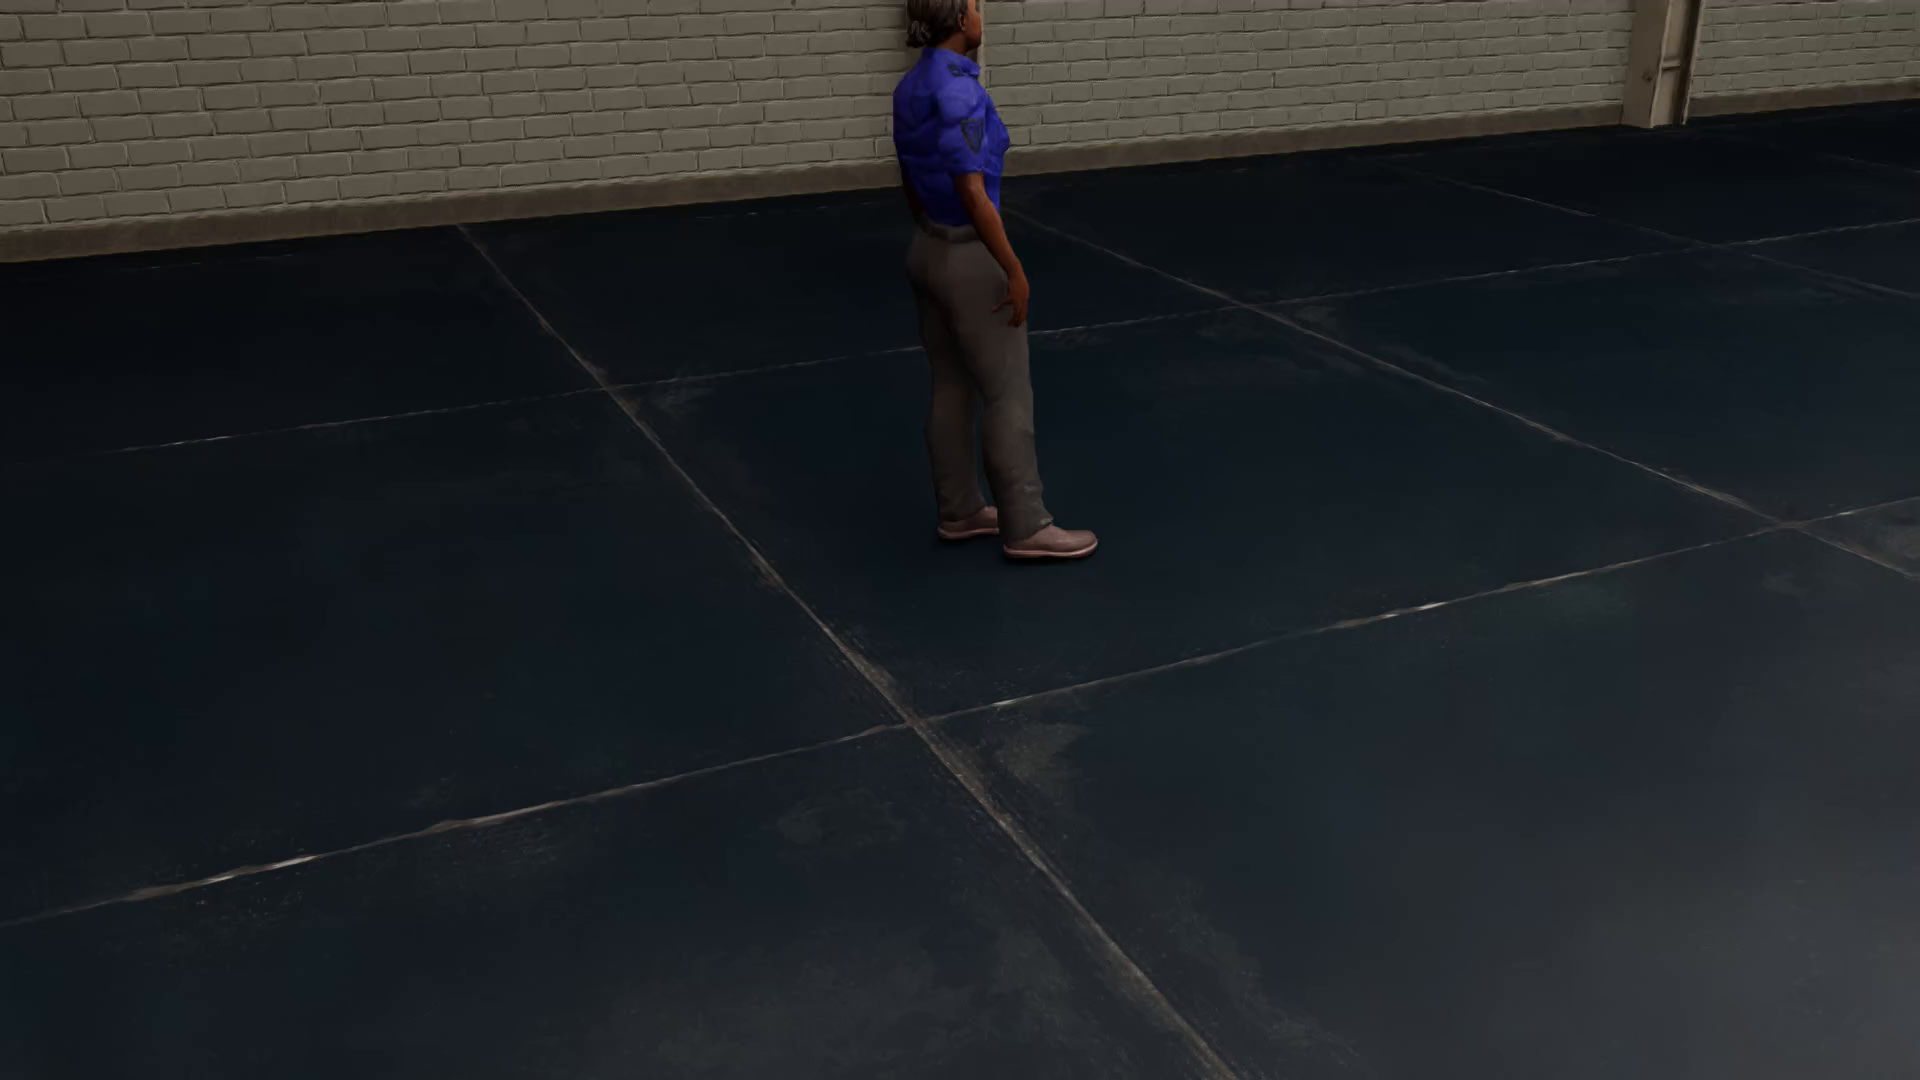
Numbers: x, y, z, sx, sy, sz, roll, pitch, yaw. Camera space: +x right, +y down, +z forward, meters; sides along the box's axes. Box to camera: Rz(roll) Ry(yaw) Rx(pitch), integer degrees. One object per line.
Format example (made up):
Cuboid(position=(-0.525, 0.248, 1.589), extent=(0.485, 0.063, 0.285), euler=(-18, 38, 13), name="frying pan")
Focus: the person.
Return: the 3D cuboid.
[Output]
Cuboid(position=(0.088, -0.778, 4.805), extent=(0.503, 1.654, 0.570), euler=(-10, 25, -23), name="person")
